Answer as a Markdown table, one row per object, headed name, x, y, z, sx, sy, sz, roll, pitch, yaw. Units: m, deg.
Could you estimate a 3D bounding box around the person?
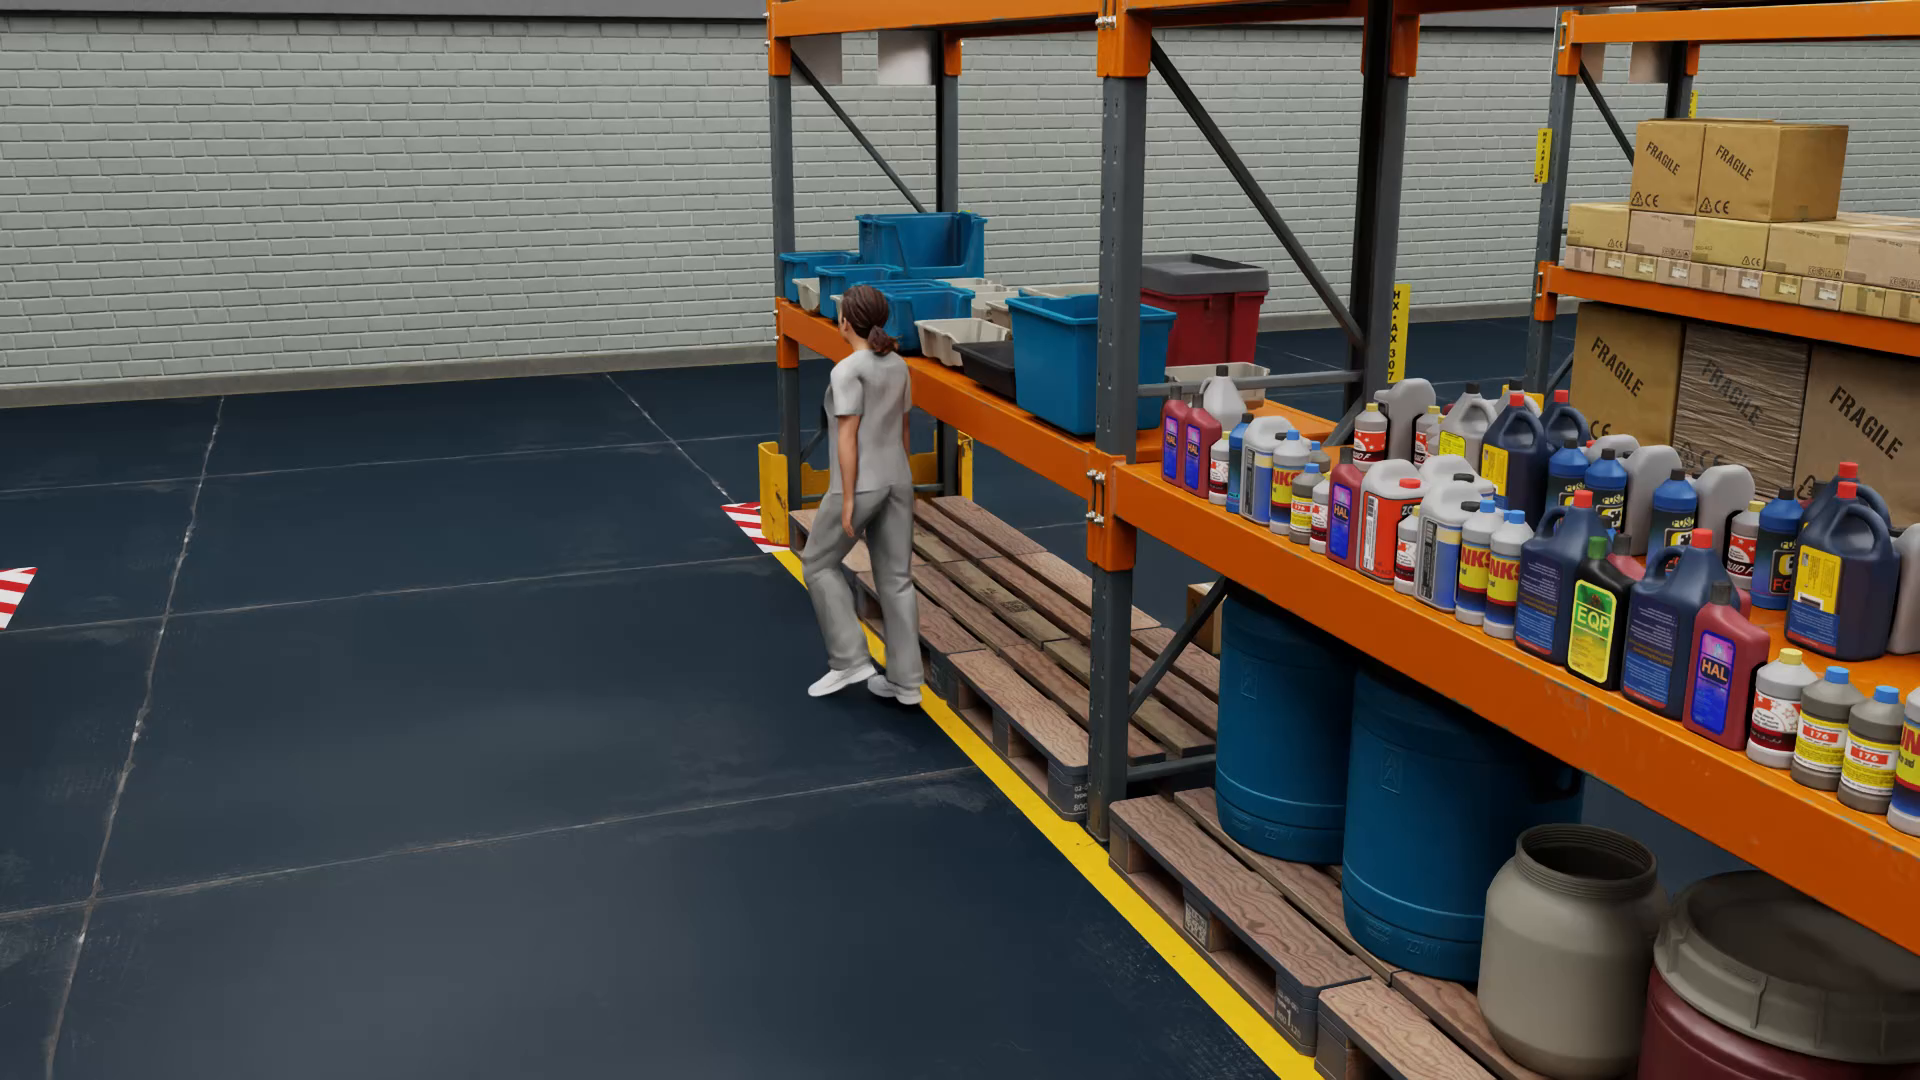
| name | x | y | z | sx | sy | sz | roll | pitch | yaw |
| --- | --- | --- | --- | --- | --- | --- | --- | --- | --- |
| person | -0.335 | -0.168 | 6.617 | 0.472 | 1.672 | 0.536 | -15 | 22 | -43 |
